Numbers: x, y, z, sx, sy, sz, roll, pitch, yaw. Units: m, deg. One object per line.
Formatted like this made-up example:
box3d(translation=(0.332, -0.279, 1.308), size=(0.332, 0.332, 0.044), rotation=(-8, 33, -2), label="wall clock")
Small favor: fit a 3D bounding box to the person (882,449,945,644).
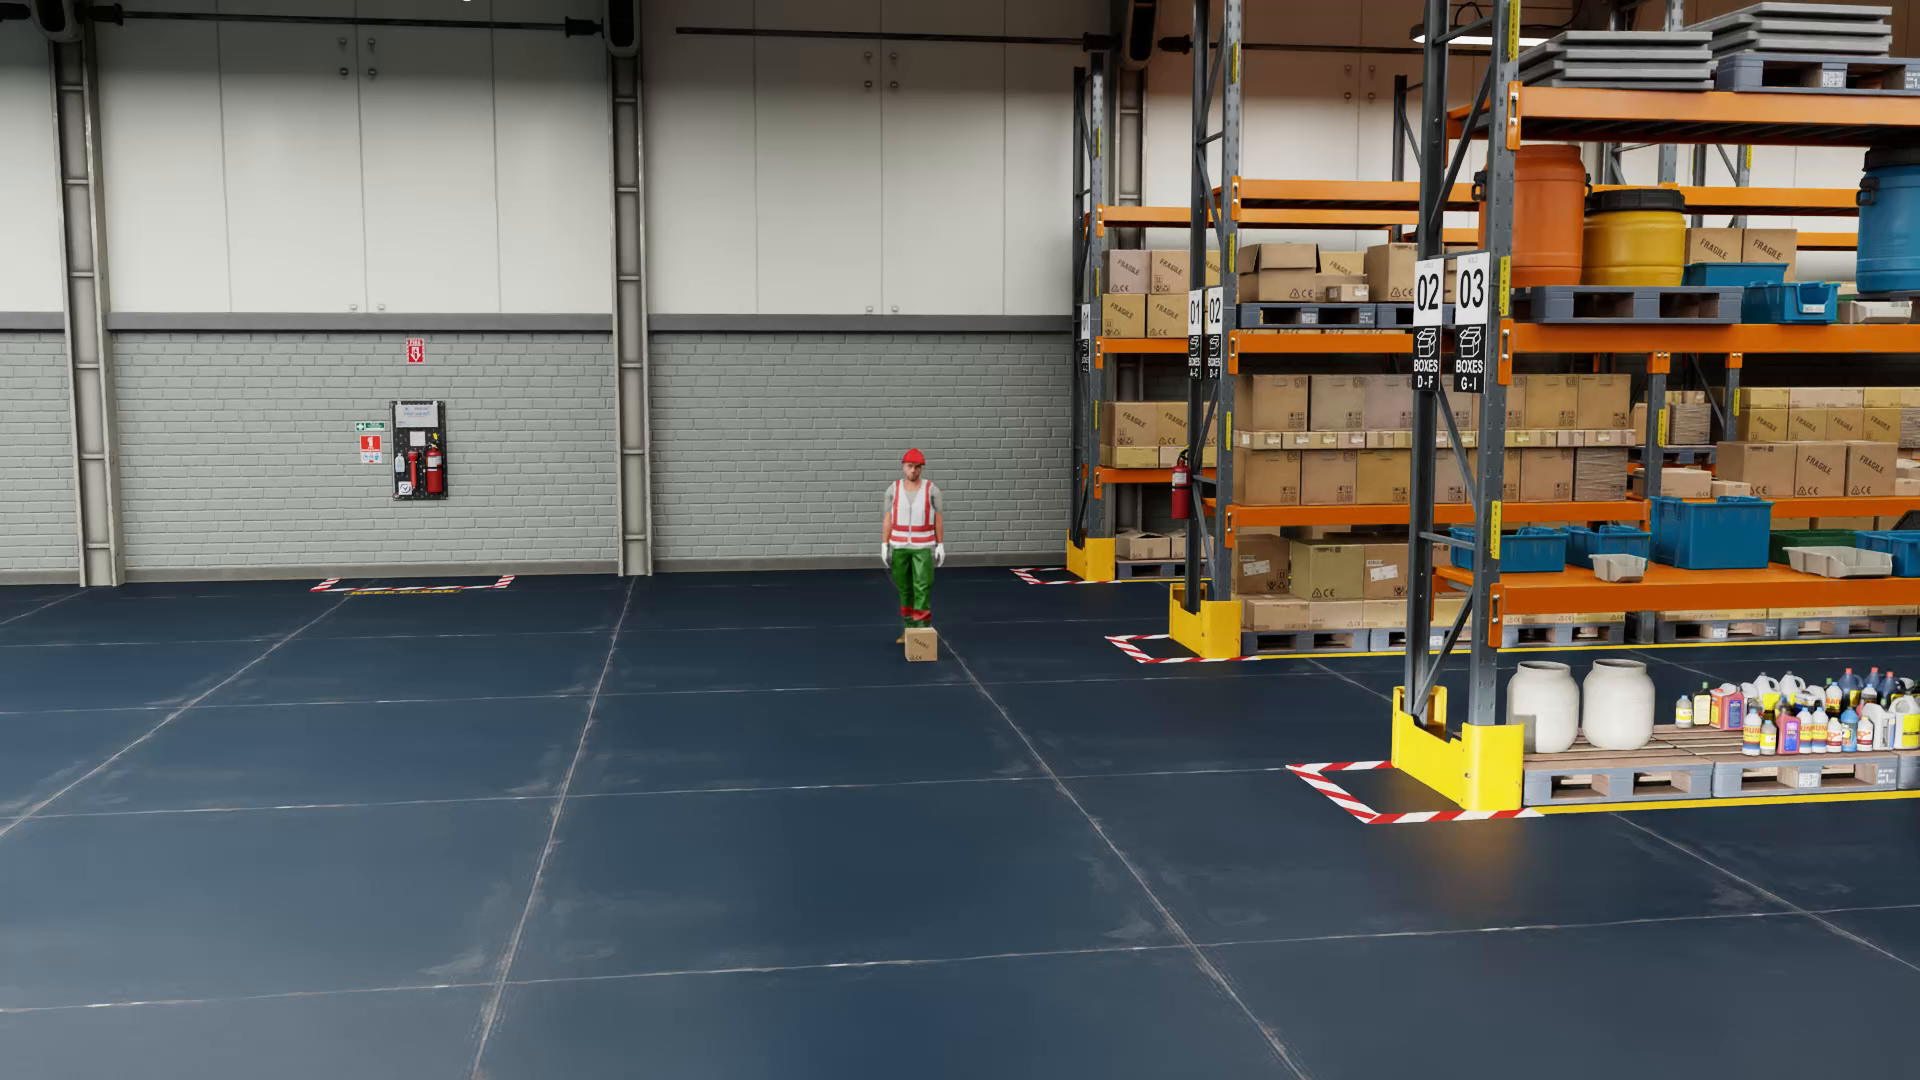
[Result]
box3d(translation=(-0.430, 0.083, 14.801), size=(0.555, 1.787, 0.686), rotation=(1, 6, 8), label="person")
